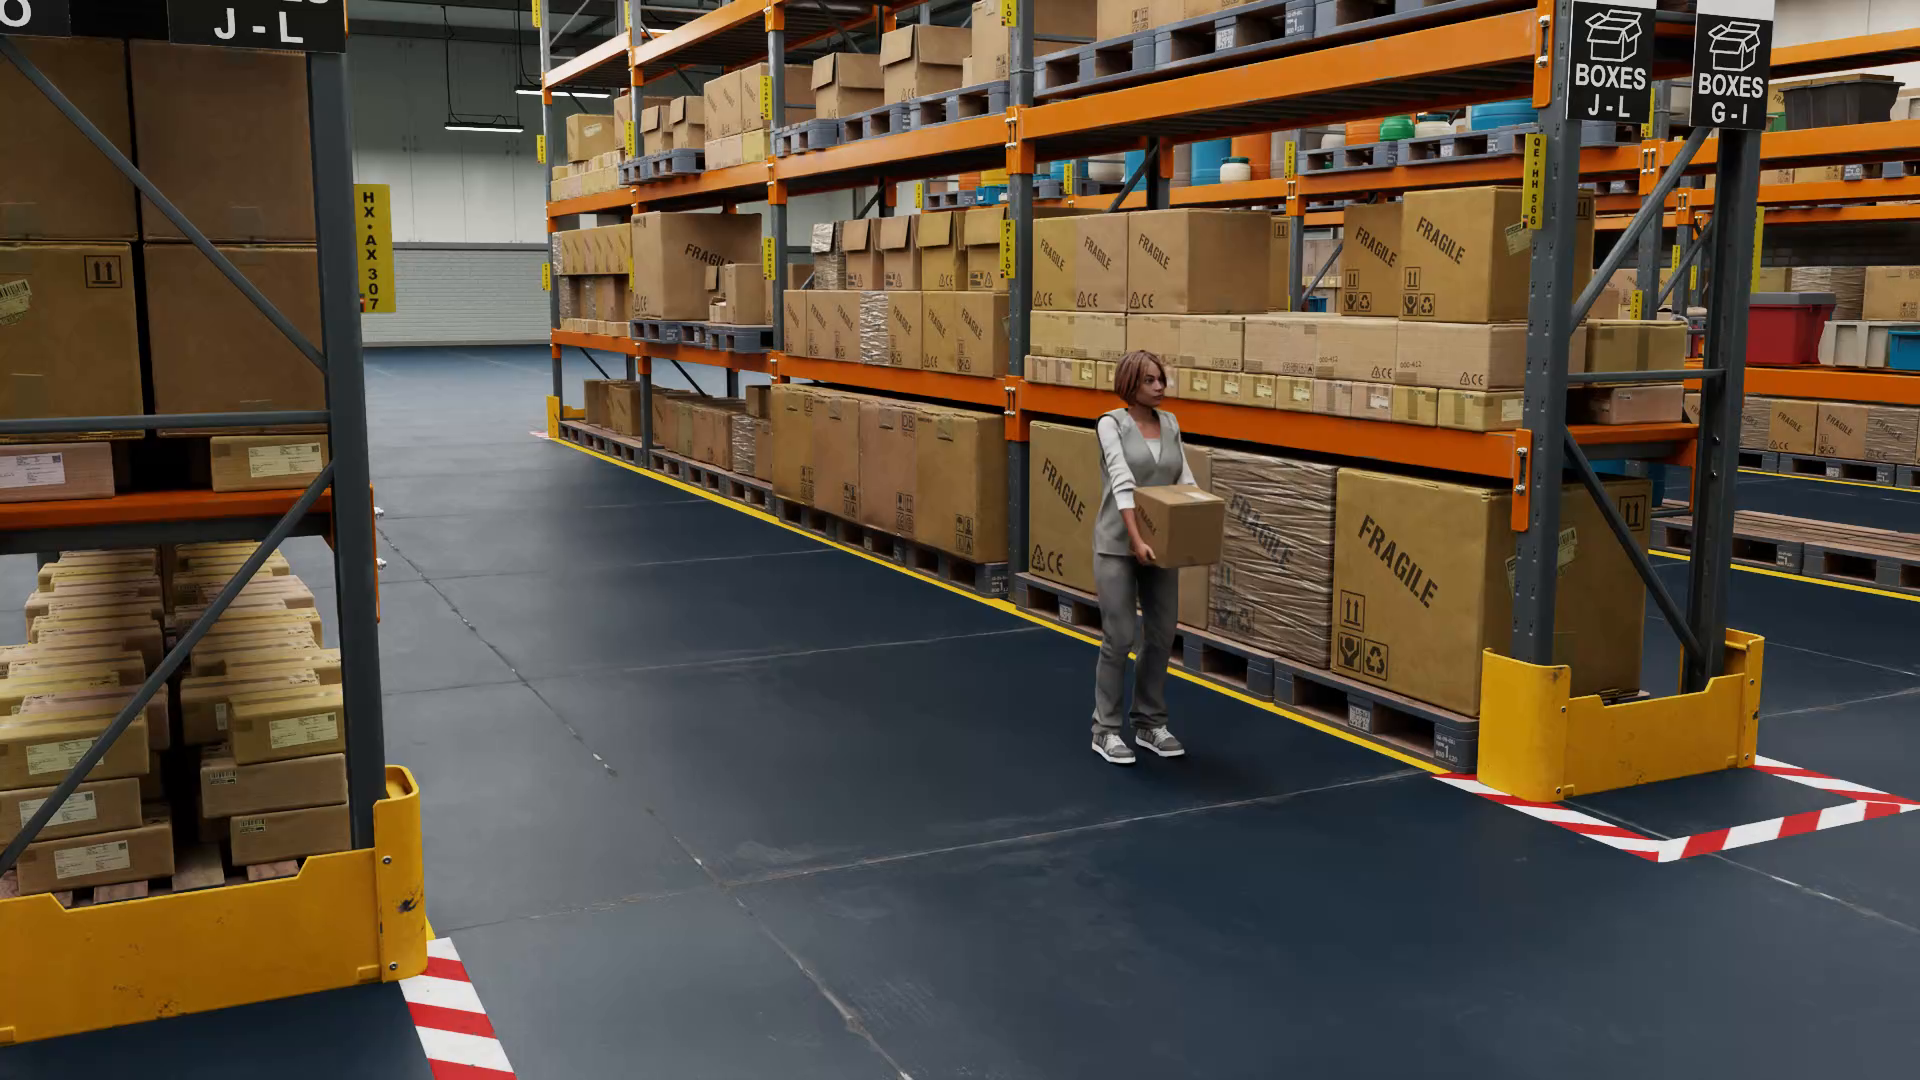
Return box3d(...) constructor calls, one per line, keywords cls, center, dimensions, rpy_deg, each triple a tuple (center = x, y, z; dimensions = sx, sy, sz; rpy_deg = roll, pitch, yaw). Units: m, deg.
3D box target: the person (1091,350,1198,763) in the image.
box3d(cls="person", center=(0.735, 0.072, 6.432), dimensions=(0.375, 1.599, 0.496), rpy_deg=(-4, 10, -26))
